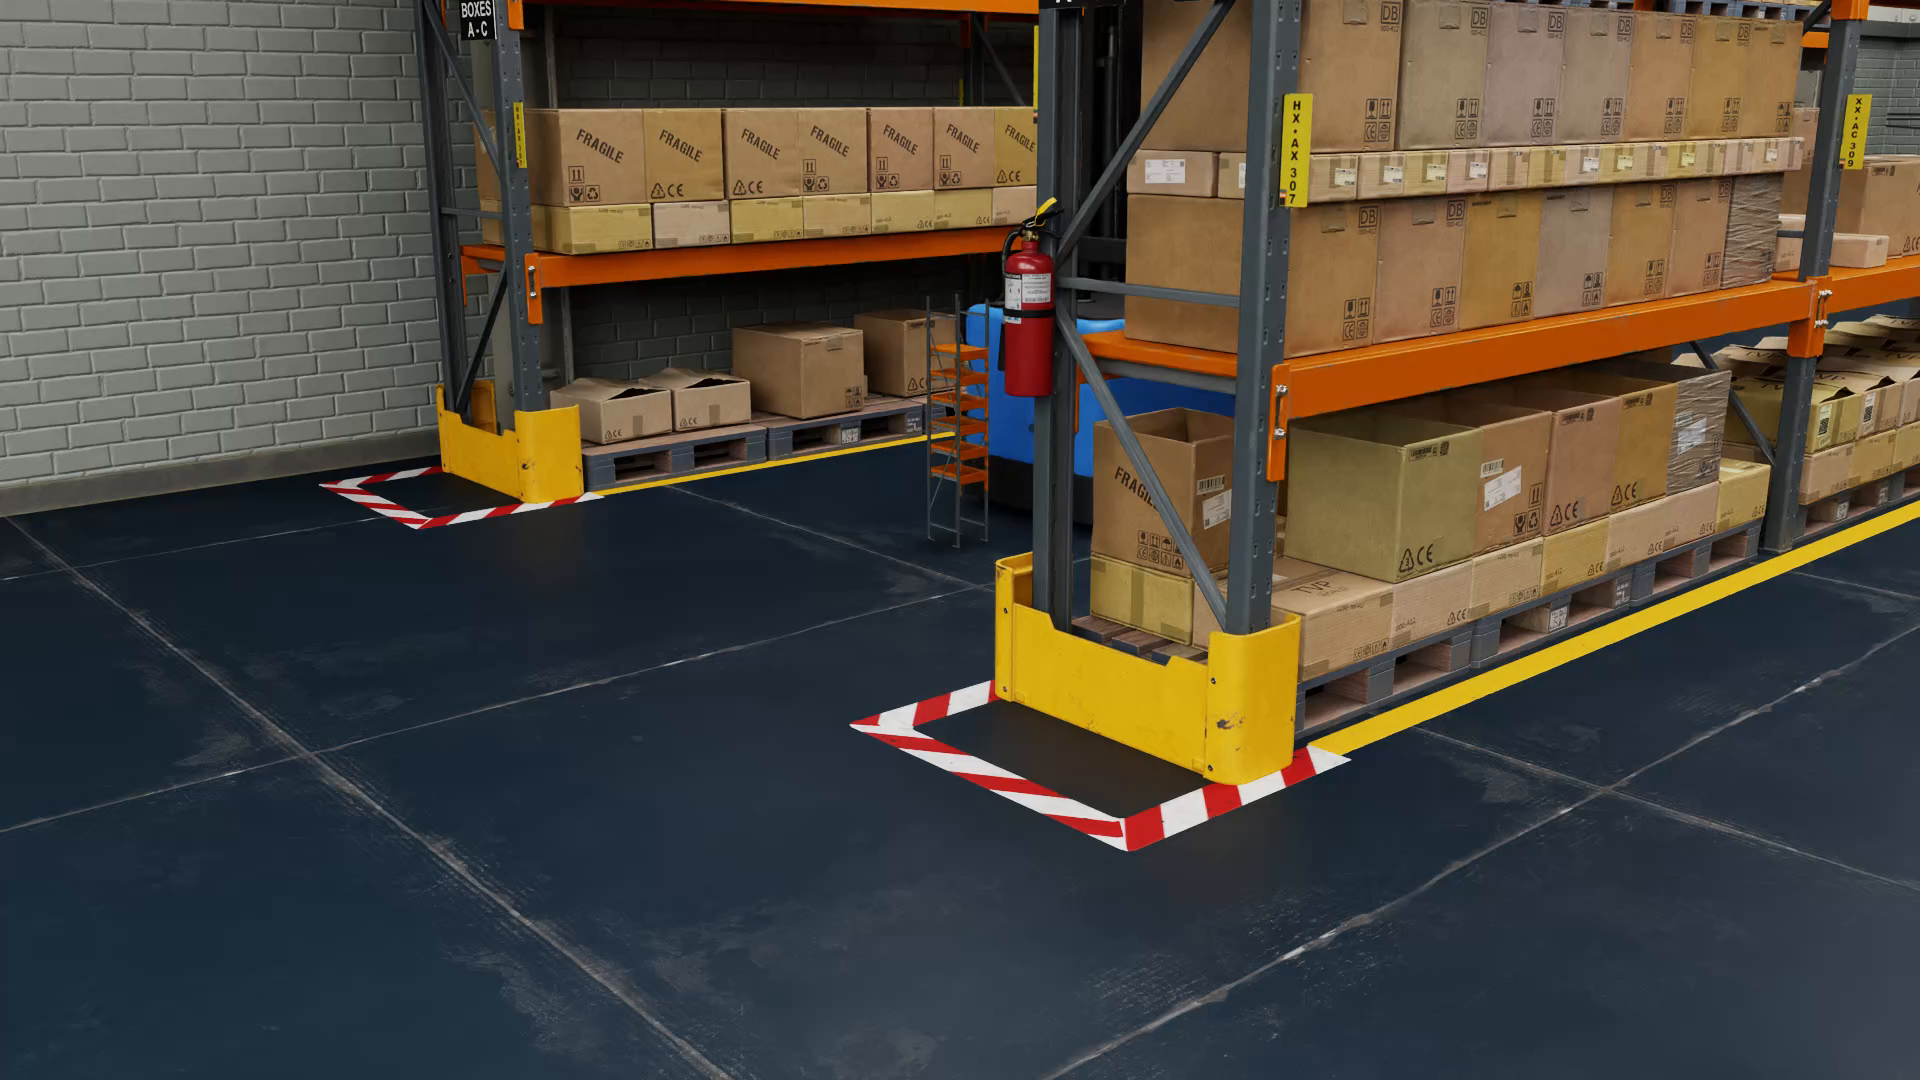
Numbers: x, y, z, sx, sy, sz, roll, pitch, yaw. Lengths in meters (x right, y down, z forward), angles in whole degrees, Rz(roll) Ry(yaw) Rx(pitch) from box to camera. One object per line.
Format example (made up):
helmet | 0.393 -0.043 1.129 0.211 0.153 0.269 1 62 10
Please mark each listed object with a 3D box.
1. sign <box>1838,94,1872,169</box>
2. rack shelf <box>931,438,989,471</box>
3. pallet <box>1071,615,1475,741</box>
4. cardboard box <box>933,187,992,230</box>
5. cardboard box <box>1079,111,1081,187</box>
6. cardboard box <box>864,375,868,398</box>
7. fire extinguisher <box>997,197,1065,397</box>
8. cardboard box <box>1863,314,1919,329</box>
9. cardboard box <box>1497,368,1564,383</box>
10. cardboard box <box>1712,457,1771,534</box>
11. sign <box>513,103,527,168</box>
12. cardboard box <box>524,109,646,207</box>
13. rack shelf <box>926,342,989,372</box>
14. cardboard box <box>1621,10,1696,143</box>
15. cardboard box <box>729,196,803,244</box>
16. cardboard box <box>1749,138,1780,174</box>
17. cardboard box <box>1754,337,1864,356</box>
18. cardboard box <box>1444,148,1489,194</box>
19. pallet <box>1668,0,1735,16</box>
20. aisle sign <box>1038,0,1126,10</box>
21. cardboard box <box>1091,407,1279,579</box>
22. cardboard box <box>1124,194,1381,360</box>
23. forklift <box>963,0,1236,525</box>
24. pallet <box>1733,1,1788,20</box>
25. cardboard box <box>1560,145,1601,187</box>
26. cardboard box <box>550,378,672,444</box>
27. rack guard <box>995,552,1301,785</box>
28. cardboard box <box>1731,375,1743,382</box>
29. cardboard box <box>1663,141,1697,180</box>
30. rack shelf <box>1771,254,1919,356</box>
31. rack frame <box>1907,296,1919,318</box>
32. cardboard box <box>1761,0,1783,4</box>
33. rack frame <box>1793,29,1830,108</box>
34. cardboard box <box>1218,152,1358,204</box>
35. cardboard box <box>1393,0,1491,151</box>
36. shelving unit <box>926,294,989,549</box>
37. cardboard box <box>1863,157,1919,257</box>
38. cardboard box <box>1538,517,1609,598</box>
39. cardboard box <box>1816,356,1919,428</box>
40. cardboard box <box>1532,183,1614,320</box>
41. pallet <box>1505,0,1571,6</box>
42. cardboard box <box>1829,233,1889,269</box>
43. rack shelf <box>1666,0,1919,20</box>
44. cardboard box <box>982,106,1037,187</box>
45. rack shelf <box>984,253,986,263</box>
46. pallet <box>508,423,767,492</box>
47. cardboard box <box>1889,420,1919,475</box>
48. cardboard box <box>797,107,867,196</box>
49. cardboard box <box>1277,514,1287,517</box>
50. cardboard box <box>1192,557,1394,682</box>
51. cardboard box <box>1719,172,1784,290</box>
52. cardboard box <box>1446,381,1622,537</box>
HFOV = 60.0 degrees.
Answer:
sign | 4.017 -1.831 7.462 0.005 0.325 0.100 -13 19 -39
rack shelf | -0.011 -0.418 8.128 0.180 0.103 0.258 -13 19 -39
pallet | 1.183 0.405 6.326 1.213 0.211 1.003 -13 19 -39
cardboard box | -0.143 -2.161 10.781 0.500 0.250 0.500 -13 19 -39
cardboard box | 0.803 -2.787 11.824 0.500 0.500 0.700 -13 19 -39
cardboard box | -0.823 -1.014 10.907 0.380 0.149 0.250 14 20 42
fire extinguisher | 0.240 -0.838 5.724 0.183 0.674 0.296 -13 19 -39
cardboard box | 6.081 -1.274 10.635 0.500 0.311 0.500 -12 19 -38
cardboard box | 2.342 -0.532 7.491 0.500 0.500 0.500 -13 19 -39
cardboard box | 3.445 -0.236 7.835 0.500 0.250 0.500 -13 19 -39
sign | -2.265 -2.081 8.552 0.005 0.325 0.100 -13 19 -39
cardboard box | -2.063 -2.091 9.063 0.500 0.500 0.500 -13 19 -39
rack shelf | -0.011 -0.882 8.005 0.180 0.103 0.258 -13 19 -39
cardboard box | 2.562 -1.911 6.883 0.500 0.500 0.700 -13 20 -39
cardboard box | -1.274 -1.903 9.812 0.500 0.250 0.500 -13 20 -40
cardboard box | 3.399 -1.715 7.407 0.250 0.149 0.380 -13 20 -41
cardboard box | 4.916 -1.010 9.647 0.500 0.311 0.500 -13 20 -40
cardboard box | 1.649 -1.321 5.931 0.250 0.149 0.380 -13 20 -40
pallet | 7.056 -5.344 16.805 1.213 0.211 1.003 -13 19 -39
aisle sign | 0.391 -2.107 5.288 0.004 0.787 0.394 -13 19 -39
cardboard box | 0.843 -0.190 6.212 0.500 0.500 0.500 -13 19 -39
cardboard box | 0.994 -0.930 5.725 0.500 0.500 0.700 -13 19 -39
forklift | 1.446 -1.771 9.200 3.031 2.935 1.130 -13 20 -40
pallet | 7.976 -5.550 17.575 1.213 0.211 1.003 -13 19 -39
cardboard box | 2.231 -1.451 6.420 0.250 0.149 0.380 -12 19 -39
cardboard box | -2.040 -0.782 9.722 0.500 0.311 0.500 13 20 41
rack guard | 0.616 0.407 5.758 0.348 0.500 1.175 -13 19 -39
cardboard box | 3.769 -0.752 8.682 0.500 0.311 0.500 -13 19 -39
cardboard box | 2.818 -1.584 6.918 0.250 0.149 0.380 -13 20 -40
rack shelf | 5.160 -1.474 9.349 4.000 0.370 1.077 -13 19 -39
rack frame | 6.669 -2.160 10.525 0.127 3.000 1.000 -13 19 -39
cardboard box | 8.290 -5.754 17.449 0.500 0.250 0.500 -13 20 -41
rack frame | 9.449 -4.479 19.206 0.127 3.000 1.000 -13 19 -39
cardboard box | 1.071 -1.191 5.446 0.250 0.149 0.380 -13 20 -40
cardboard box | 1.427 -1.656 5.928 0.500 0.500 0.700 -13 20 -41
shelving unit | -0.011 -0.577 8.086 0.189 1.200 0.258 -13 19 -39
cardboard box | 5.017 -1.832 9.102 0.500 0.500 0.500 -13 19 -39
cardboard box | 2.317 0.019 6.880 0.500 0.250 0.500 -13 19 -39
cardboard box | 4.897 -0.821 8.939 0.500 0.311 0.500 -14 20 -41
cardboard box | 2.160 -1.193 6.709 0.500 0.500 0.700 -12 19 -38
pallet | 4.707 -4.791 14.928 1.213 0.211 1.003 -12 19 -37
cardboard box | 4.454 -1.471 8.433 0.250 0.149 0.380 -13 19 -39
rack shelf | 5.160 -2.923 8.962 4.000 0.370 1.077 -13 19 -39
cardboard box | 0.243 -2.605 10.990 0.500 0.500 0.500 -13 20 -39
rack shelf | 1.905 -2.438 12.957 4.000 0.370 1.077 -13 19 -39
pallet | -1.928 -0.565 9.956 1.213 0.211 1.003 -13 19 -39
cardboard box | 4.894 -0.552 9.017 0.500 0.250 0.500 -13 20 -41
cardboard box | -0.909 -2.348 10.028 0.500 0.500 0.500 -12 19 -38
cardboard box | 1.590 0.000 6.951 0.500 0.250 0.500 -13 19 -39
cardboard box | 1.184 0.273 5.929 0.500 0.250 0.500 -13 19 -39
cardboard box | 3.321 -1.454 7.689 0.500 0.500 0.700 -13 20 -41
cardboard box | 2.318 -0.343 6.782 0.500 0.500 0.500 -13 19 -39
